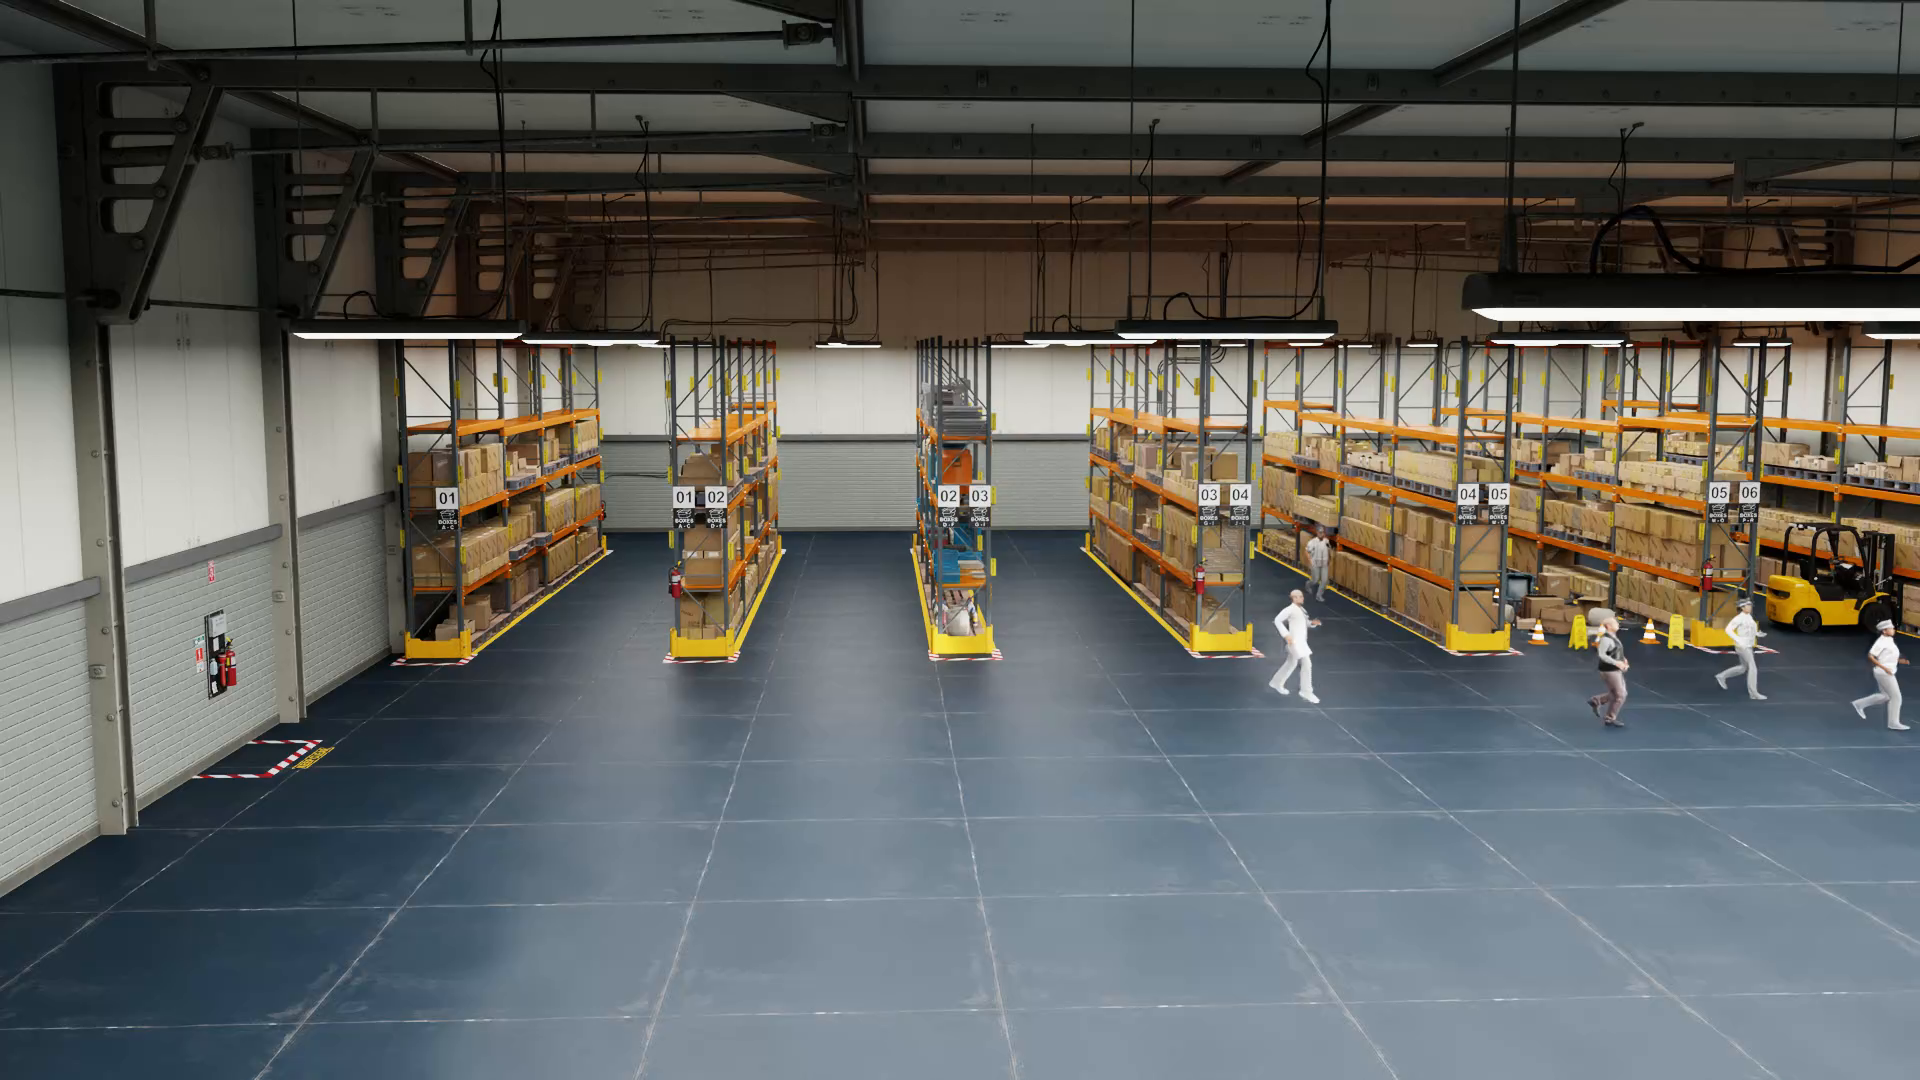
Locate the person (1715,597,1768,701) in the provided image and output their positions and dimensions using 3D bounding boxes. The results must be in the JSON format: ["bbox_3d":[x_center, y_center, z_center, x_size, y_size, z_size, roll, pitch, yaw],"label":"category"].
[{"bbox_3d":[12.940,1.771,27.448,0.844,1.665,0.624,6,9,44],"label":"person"}]

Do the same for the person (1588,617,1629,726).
[{"bbox_3d":[9.936,2.005,25.462,0.612,1.671,0.657,4,8,32],"label":"person"}]

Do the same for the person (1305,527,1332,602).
[{"bbox_3d":[8.232,0.530,38.226,0.650,1.728,0.652,-1,7,-10],"label":"person"}]

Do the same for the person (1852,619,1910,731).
[{"bbox_3d":[14.044,2.027,25.291,0.796,1.662,0.547,5,8,38],"label":"person"}]

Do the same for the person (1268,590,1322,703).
[{"bbox_3d":[5.509,1.730,27.330,0.908,1.836,0.677,3,7,25],"label":"person"}]
